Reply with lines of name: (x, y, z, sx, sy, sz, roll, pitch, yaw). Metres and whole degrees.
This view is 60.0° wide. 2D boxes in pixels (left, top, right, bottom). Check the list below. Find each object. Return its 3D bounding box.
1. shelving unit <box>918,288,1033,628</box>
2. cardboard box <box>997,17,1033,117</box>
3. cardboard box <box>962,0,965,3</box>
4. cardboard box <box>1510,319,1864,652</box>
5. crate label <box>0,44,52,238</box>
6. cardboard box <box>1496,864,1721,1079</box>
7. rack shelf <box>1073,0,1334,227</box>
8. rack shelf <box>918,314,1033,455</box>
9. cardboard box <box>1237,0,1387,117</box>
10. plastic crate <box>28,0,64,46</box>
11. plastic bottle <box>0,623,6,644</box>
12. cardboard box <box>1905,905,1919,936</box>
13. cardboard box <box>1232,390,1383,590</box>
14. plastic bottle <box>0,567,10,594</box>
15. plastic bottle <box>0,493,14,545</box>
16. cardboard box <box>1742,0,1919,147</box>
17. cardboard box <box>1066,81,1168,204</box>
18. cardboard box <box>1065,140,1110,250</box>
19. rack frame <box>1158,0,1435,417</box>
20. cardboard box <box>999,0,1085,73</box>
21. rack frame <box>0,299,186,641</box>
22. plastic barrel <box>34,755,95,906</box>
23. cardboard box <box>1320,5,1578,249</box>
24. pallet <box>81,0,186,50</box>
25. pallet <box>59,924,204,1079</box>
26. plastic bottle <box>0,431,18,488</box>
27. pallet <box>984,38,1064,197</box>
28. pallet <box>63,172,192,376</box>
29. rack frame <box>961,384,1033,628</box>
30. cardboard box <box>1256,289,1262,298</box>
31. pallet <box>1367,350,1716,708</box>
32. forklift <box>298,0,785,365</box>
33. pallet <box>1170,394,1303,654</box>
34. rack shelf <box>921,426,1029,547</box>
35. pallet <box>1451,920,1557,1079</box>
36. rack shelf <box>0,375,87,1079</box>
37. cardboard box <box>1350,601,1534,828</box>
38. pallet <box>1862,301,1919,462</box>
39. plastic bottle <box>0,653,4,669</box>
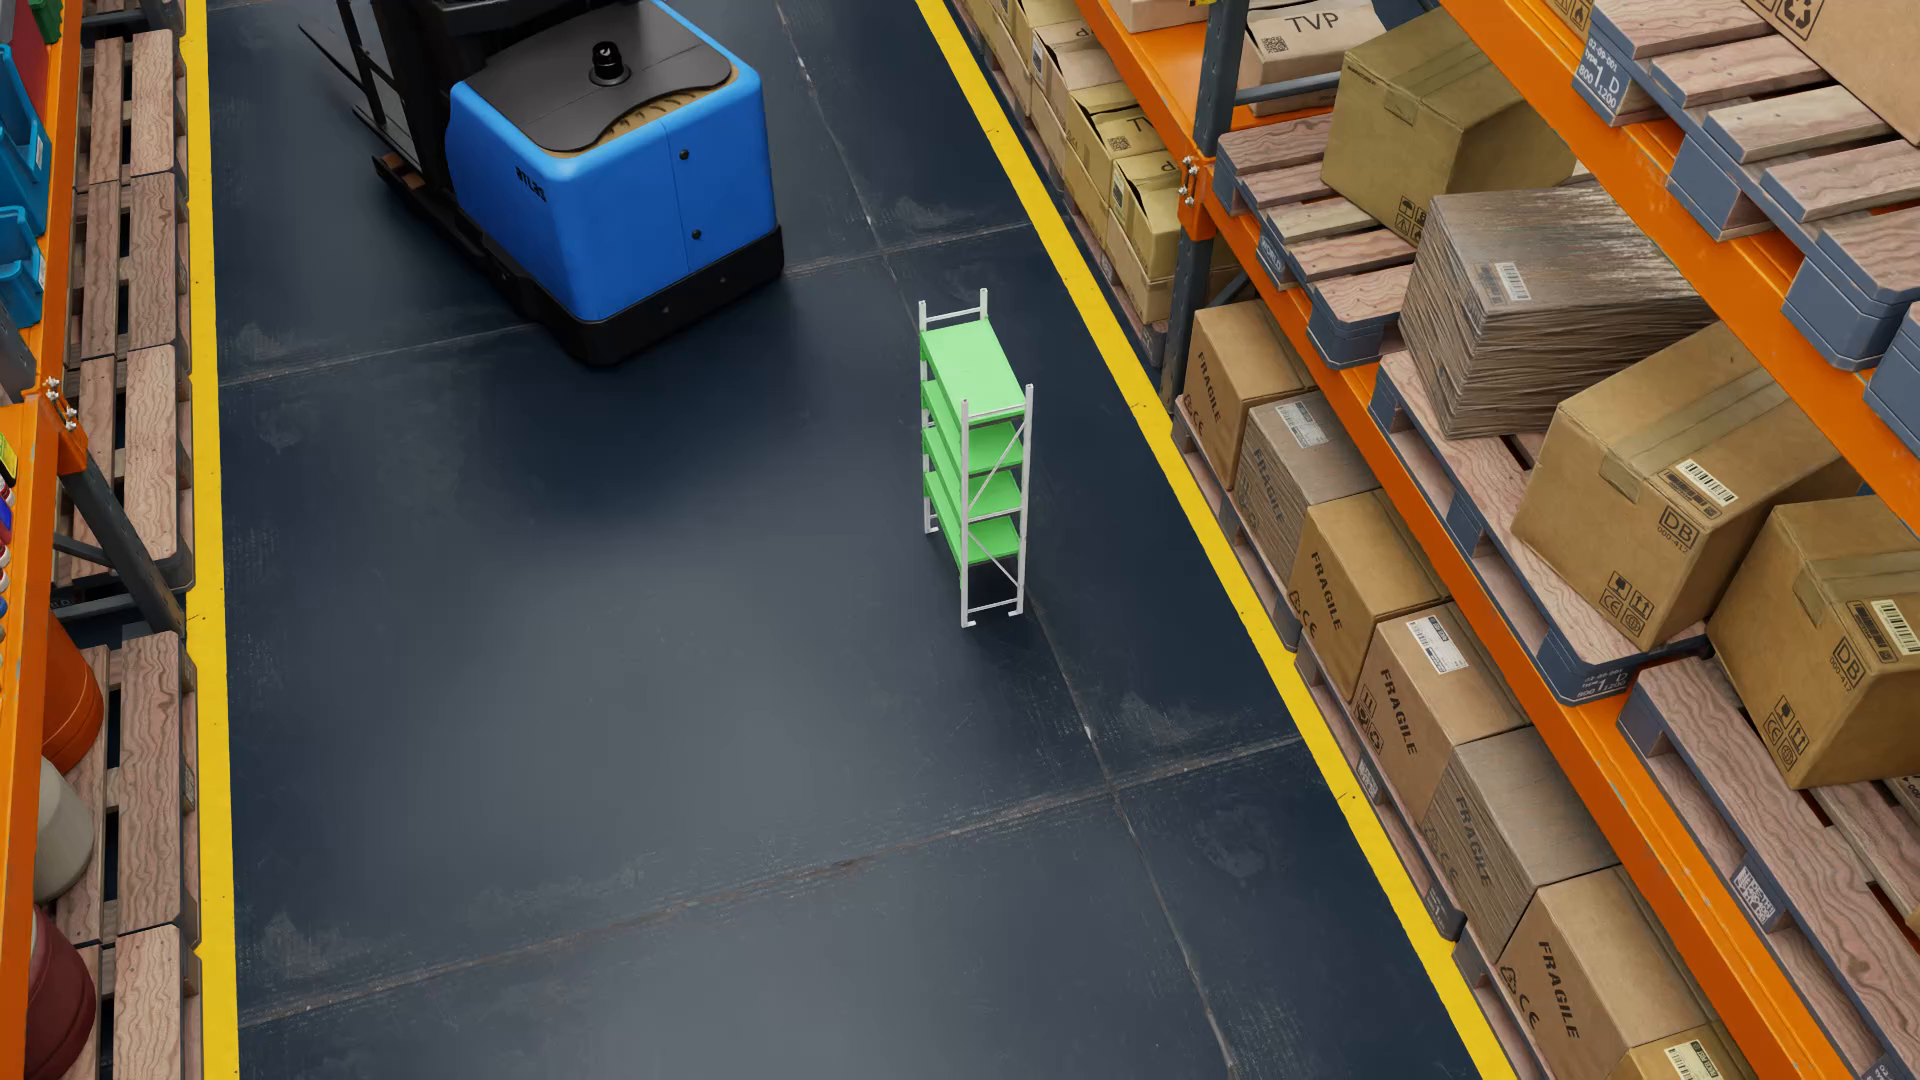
shelving unit: (0.049, -0.266, 5.979, 0.258, 1.200, 0.503, -13, 51, -11)
cardboard box: (0.492, -2.340, 8.074, 0.500, 0.250, 0.500, -12, 51, -10)
cardboard box: (0.187, -3.090, 8.706, 0.500, 0.250, 0.500, -12, 51, -10)
cardboard box: (1.939, -0.166, 4.378, 0.700, 0.500, 0.500, -25, 54, -20)
crate label: (-3.431, -1.324, 5.671, 0.502, 0.435, 0.616, -13, 51, -11)
cardboard box: (1.962, 1.283, 4.843, 0.500, 0.500, 0.500, -13, 51, -11)
rack shelf: (0.746, -2.872, 7.470, 1.077, 0.370, 4.000, -13, 51, -11)
rack shelf: (0.049, -0.534, 5.661, 0.258, 0.148, 0.480, -13, 51, -11)
cardboard box: (1.272, -1.890, 6.229, 0.500, 0.311, 0.500, -10, 51, -9)
plastic crate: (-3.794, -2.171, 6.547, 0.450, 0.188, 0.662, -13, 51, -11)
plastic bottle: (-2.697, 0.207, 4.533, 0.097, 0.201, 0.097, 0, 50, 0)
cardboard box: (2.594, 0.714, 3.636, 0.700, 0.500, 0.500, -30, 56, -23)
cardboard box: (1.359, -0.201, 6.095, 0.500, 0.500, 0.500, -15, 51, -12)
plastic bottle: (-2.755, 0.065, 4.653, 0.097, 0.201, 0.097, 0, 50, 0)
plastic bottle: (-2.800, -0.121, 4.756, 0.061, 0.283, 0.133, -13, 51, -11)
cardboard box: (2.045, -1.247, 3.261, 0.600, 0.600, 0.600, -15, 52, -12)
cardboard box: (0.787, -1.778, 7.234, 0.500, 0.311, 0.500, -14, 51, -12)
cardboard box: (0.793, -1.597, 7.448, 0.500, 0.250, 0.500, -14, 51, -11)
rack frame: (1.337, -1.643, 5.963, 1.000, 3.000, 0.127, -13, 51, -11)
cardboard box: (0.495, -2.514, 7.854, 0.500, 0.311, 0.500, -12, 51, -10)
rack frame: (-3.395, -0.526, 5.021, 1.000, 3.000, 0.127, -13, 51, -11)
plastic barrel: (-2.982, 0.886, 5.183, 0.421, 0.512, 0.421, 0, 50, 0)
cardboard box: (1.631, -1.376, 5.398, 0.700, 0.500, 0.500, -30, 56, -23)
pallet: (-4.737, -3.049, 8.972, 1.003, 0.211, 1.213, -13, 51, -11)
pallet: (-2.765, 1.829, 4.860, 1.003, 0.211, 1.213, -13, 51, -11)
plastic bottle: (-2.868, -0.289, 4.898, 0.061, 0.283, 0.133, -13, 51, -11)
pallet: (0.774, -2.244, 8.293, 1.003, 0.211, 1.213, -13, 51, -11)
pallet: (-3.945, -1.091, 7.322, 1.003, 0.211, 1.213, -13, 51, -11)
rack frame: (0.121, -0.088, 5.829, 0.240, 1.200, 0.015, -13, 51, -11)
cardboard box: (1.463, -1.341, 7.232, 0.500, 0.250, 0.500, -13, 51, -11)
pallet: (1.917, -0.162, 4.840, 1.003, 0.211, 1.213, -13, 51, -11)
forklift: (-2.135, -2.744, 6.936, 1.130, 2.935, 3.031, -34, 58, -25)
pallet: (1.522, -0.191, 6.562, 1.003, 0.211, 1.213, -13, 51, -11)
rack shelf: (0.049, -0.225, 6.028, 0.258, 0.148, 0.480, -13, 51, -11)
pallet: (2.244, 1.591, 5.060, 1.003, 0.211, 1.213, -13, 51, -11)
rack shelf: (-2.804, 1.167, 4.065, 1.077, 0.370, 4.000, -13, 51, -11)
cardboard box: (1.662, 0.546, 5.464, 0.500, 0.500, 0.500, -15, 51, -12)
pallet: (2.395, -0.120, 2.840, 1.213, 0.211, 1.003, -13, 51, -11)
plastic bottle: (-2.668, 0.256, 4.446, 0.097, 0.271, 0.097, 0, 50, 0)
